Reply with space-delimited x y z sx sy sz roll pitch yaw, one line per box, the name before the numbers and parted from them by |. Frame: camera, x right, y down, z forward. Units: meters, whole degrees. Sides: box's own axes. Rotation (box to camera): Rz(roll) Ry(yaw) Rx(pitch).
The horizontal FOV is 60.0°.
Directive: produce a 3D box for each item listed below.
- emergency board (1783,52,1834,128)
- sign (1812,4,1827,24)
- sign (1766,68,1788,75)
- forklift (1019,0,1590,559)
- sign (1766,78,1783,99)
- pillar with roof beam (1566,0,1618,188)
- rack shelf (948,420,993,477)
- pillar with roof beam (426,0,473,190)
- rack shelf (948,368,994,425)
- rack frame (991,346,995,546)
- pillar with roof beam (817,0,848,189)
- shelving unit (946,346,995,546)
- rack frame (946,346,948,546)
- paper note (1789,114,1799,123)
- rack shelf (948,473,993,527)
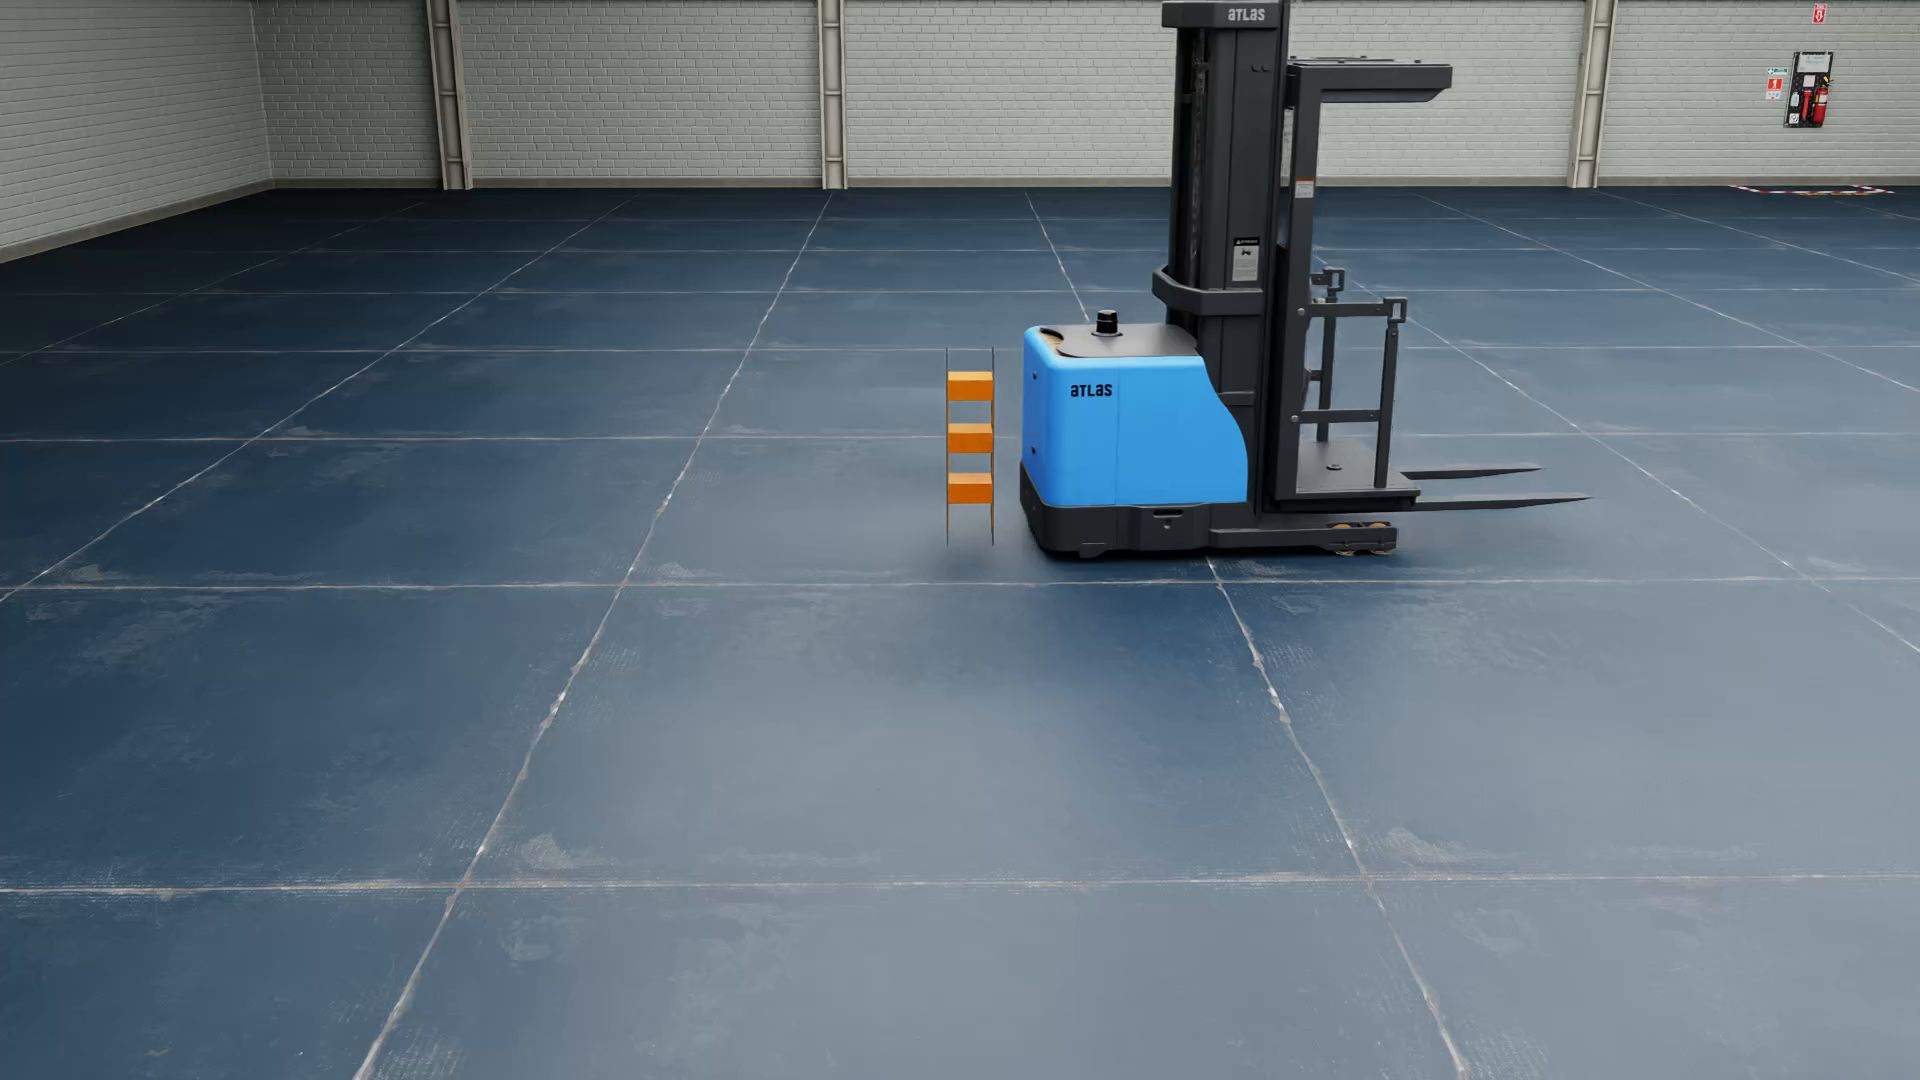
emergency board | 13.531 -7.147 26.416 0.643 1.169 0.194 0 18 -1
sign | 13.521 -8.281 26.156 0.199 0.298 0.001 0 18 -1
sign | 12.981 -7.442 26.411 0.331 0.109 0.001 0 18 -1
forklift | 1.890 -1.470 8.830 3.031 2.935 1.130 -2 18 -6
sign | 12.976 -7.193 26.500 0.234 0.329 0.001 0 18 -1
pillar with roof beam | 10.071 -8.660 21.311 0.400 9.000 9.100 0 18 -1
rack shelf | 0.053 -0.490 8.891 0.240 0.259 0.215 0 18 -1
pillar with roof beam | -7.927 -8.573 21.041 0.400 9.000 9.100 0 18 -1
rack shelf | 0.053 -0.760 8.805 0.240 0.259 0.215 0 18 -1
rack frame | 0.175 -0.501 8.890 0.008 1.050 0.200 0 18 -1
pillar with roof beam | -1.928 -8.602 21.131 0.400 9.000 9.100 0 18 -1
shelving unit | 0.053 -0.500 8.888 0.252 1.050 0.215 0 18 -1
rack frame | -0.068 -0.500 8.886 0.008 1.050 0.200 0 18 -1
paper note | 13.352 -6.748 26.613 0.142 0.148 0.016 0 18 -1
rack shelf | 0.053 -0.225 8.976 0.240 0.259 0.215 0 18 -1
